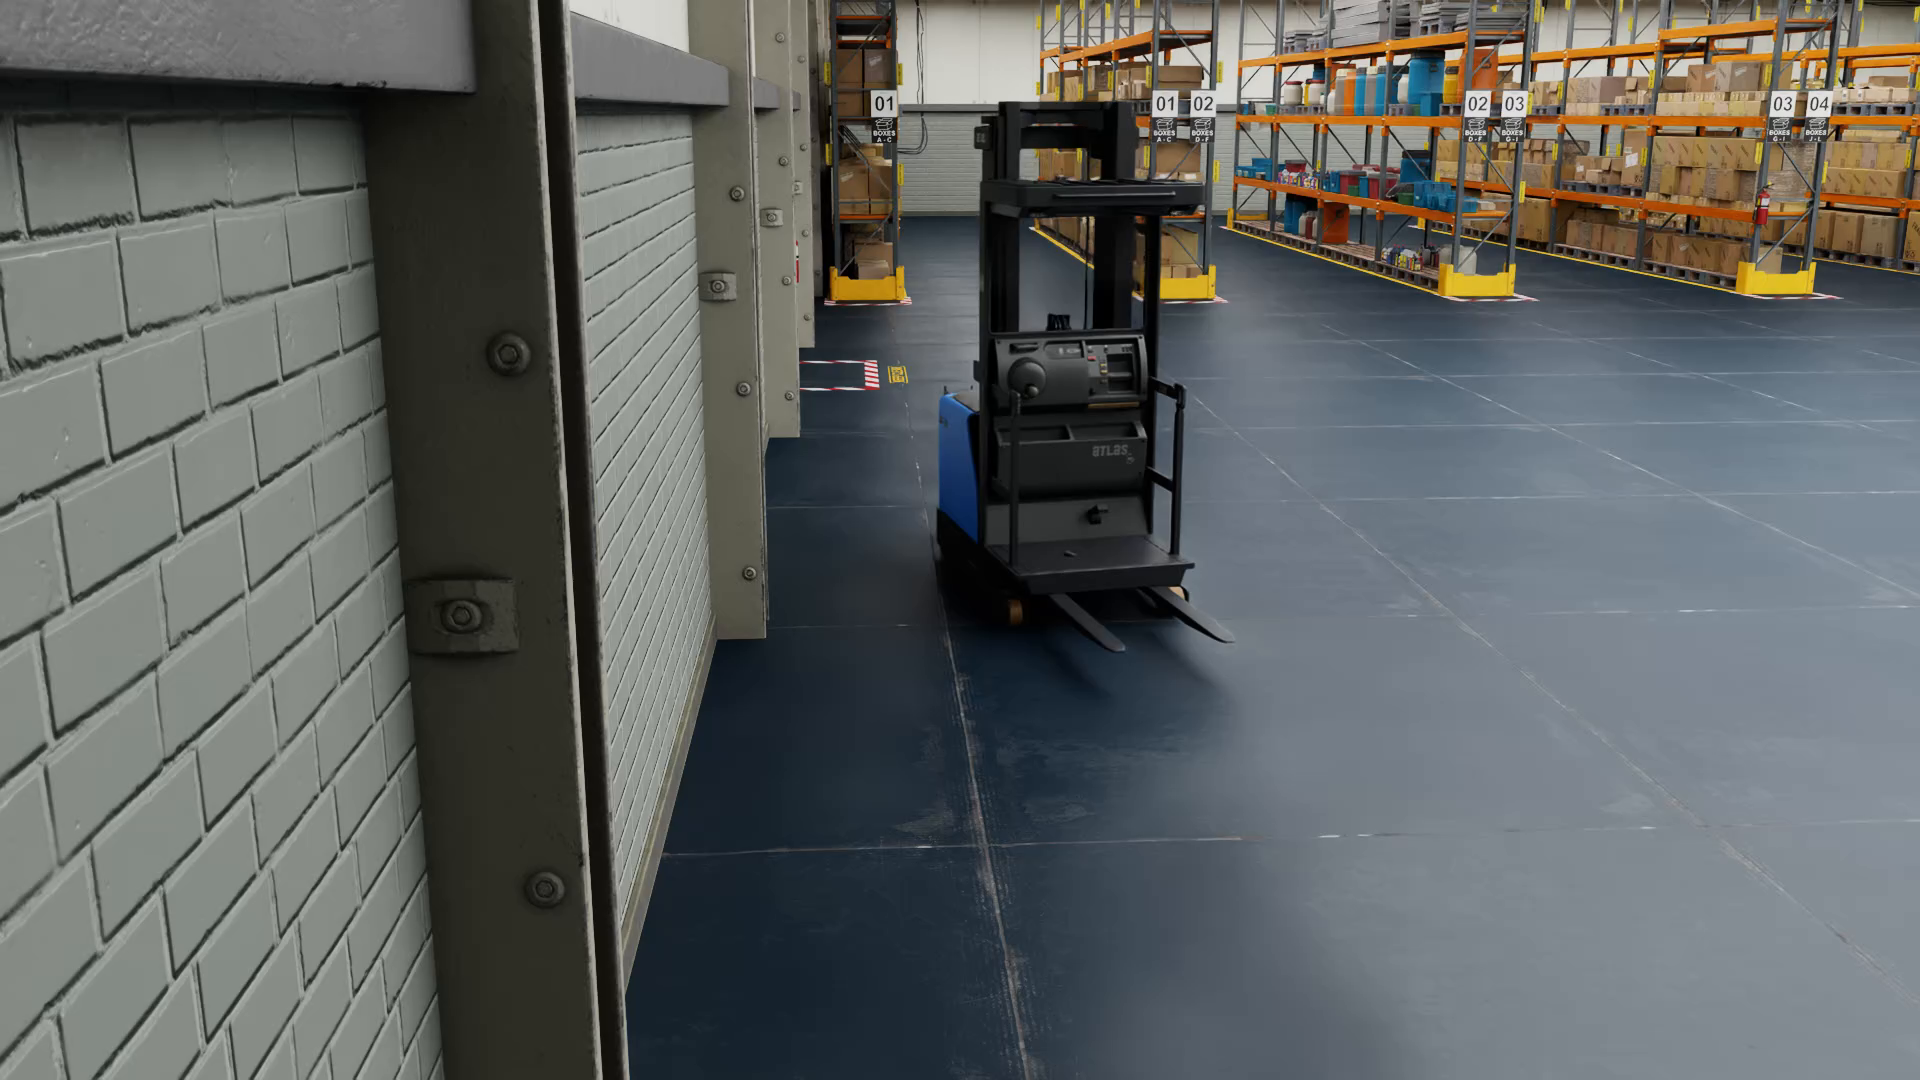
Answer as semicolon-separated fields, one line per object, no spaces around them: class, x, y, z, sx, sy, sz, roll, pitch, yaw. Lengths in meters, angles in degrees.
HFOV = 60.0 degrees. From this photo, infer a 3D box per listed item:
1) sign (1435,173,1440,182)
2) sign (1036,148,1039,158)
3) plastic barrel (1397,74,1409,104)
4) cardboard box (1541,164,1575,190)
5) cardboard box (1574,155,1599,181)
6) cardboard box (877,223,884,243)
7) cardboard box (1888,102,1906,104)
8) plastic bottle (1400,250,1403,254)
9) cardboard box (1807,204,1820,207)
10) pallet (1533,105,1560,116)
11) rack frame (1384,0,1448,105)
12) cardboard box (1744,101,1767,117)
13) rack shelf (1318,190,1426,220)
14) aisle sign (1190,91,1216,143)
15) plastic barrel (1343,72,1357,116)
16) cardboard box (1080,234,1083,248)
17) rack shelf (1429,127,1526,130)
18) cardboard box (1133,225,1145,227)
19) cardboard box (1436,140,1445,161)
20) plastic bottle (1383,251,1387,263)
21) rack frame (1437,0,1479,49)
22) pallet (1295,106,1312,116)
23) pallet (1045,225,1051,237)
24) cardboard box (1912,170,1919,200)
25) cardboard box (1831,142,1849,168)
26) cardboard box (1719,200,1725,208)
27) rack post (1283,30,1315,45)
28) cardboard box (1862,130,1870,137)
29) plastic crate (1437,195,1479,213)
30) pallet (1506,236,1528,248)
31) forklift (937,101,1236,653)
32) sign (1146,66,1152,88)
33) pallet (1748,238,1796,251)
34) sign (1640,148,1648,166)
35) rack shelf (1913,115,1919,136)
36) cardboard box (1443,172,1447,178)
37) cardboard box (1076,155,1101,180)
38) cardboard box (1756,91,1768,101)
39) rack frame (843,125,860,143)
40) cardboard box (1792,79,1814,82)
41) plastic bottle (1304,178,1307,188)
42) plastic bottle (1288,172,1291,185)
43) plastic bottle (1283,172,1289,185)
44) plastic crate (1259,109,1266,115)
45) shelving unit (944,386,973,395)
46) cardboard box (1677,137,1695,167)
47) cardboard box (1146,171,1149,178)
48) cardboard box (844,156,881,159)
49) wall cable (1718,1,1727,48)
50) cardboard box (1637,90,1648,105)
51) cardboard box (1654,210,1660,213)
sign;8.719;-6.549;30.404;0.100;0.325;0.005;-1;14;-3
sign;1.940;-9.729;41.581;0.100;0.325;0.005;-1;14;-3
plastic barrel;8.000;-8.009;29.548;0.421;0.512;0.421;0;14;0
cardboard box;12.587;-7.648;35.030;0.500;0.500;0.500;0;14;-2
cardboard box;12.939;-7.599;33.996;0.500;0.500;0.500;-3;15;-10
cardboard box;-1.870;-6.075;33.252;0.700;0.500;0.500;-1;14;-3
cardboard box;22.149;-10.422;39.217;0.396;0.266;0.258;0;14;-2
plastic bottle;7.864;-5.011;29.574;0.097;0.271;0.097;0;14;0
cardboard box;18.021;-7.063;35.627;0.500;0.250;0.500;-2;15;-6
pallet;12.772;-9.001;34.849;1.213;0.211;1.003;0;14;-1
rack frame;8.169;-9.315;29.669;1.000;3.000;0.127;-1;14;-3
cardboard box;13.077;-6.987;26.943;0.500;0.250;0.500;-1;14;-2
rack shelf;8.046;-6.558;32.439;1.077;0.370;4.000;-1;14;-3
aisle sign;3.783;-6.586;25.887;0.394;0.787;0.004;-1;14;-3
plastic barrel;7.796;-8.694;32.416;0.600;0.830;0.708;-1;14;-3
cardboard box;2.717;-6.065;33.756;0.500;0.250;0.500;-1;14;-4
rack shelf;12.493;-10.077;40.095;1.077;0.370;4.000;-1;14;-3
cardboard box;3.004;-5.200;28.886;0.500;0.500;0.500;-1;14;-3
cardboard box;12.161;-9.657;41.237;0.500;0.500;0.500;-1;14;-5
plastic bottle;7.758;-5.156;30.278;0.097;0.201;0.097;0;14;0
rack frame;12.369;-12.375;41.565;1.000;3.000;0.127;-1;14;-3
pallet;7.893;-9.285;35.951;1.003;0.211;1.213;-1;14;-3
pallet;2.610;-7.448;40.049;1.003;0.211;1.213;-1;14;-3
cardboard box;18.104;-6.518;30.539;0.875;0.550;0.550;-1;14;-3
cardboard box;17.906;-7.699;33.224;0.700;0.500;0.500;-1;14;-4
cardboard box;13.081;-5.686;28.109;0.380;0.149;0.250;-1;14;-3
rack post;7.695;-11.058;36.595;0.937;0.300;0.954;-1;14;-4
cardboard box;22.155;-9.866;40.341;0.380;0.149;0.250;-1;14;-5
plastic crate;8.088;-5.462;27.034;0.499;0.251;0.616;-1;14;-3
pallet;12.819;-6.630;36.870;1.003;0.211;1.213;-1;14;-3
forklift;0.715;-1.024;9.625;1.130;2.935;3.031;-4;15;-14
sign;2.931;-7.177;25.763;0.100;0.325;0.005;-1;14;-3
pallet;17.775;-6.376;35.883;1.003;0.211;1.213;-1;14;-3
sign;12.559;-7.037;30.533;0.100;0.325;0.005;-1;14;-3
rack shelf;18.194;-7.144;28.696;1.077;0.370;4.000;-1;14;-3
cardboard box;12.128;-8.999;40.988;0.380;0.149;0.250;-1;14;-5
cardboard box;2.826;-7.735;34.526;0.700;0.500;0.500;-6;16;-22
cardboard box;13.032;-7.128;26.692;0.380;0.149;0.250;-1;14;-3
rack frame;-2.462;-9.241;41.421;1.000;3.000;0.127;-1;14;-3
cardboard box;17.985;-9.700;35.448;0.396;0.266;0.258;-1;14;-3
plastic bottle;7.425;-7.658;35.667;0.097;0.201;0.097;0;14;0
plastic bottle;7.326;-8.024;36.925;0.061;0.283;0.133;-1;14;-3
plastic bottle;7.345;-8.127;37.341;0.152;0.276;0.135;-1;14;-3
plastic crate;7.215;-10.034;39.015;0.293;0.136;0.466;-1;14;-3
shelving unit;-0.003;-0.522;11.447;0.215;1.050;0.252;-1;14;-3
cardboard box;12.950;-6.798;29.123;0.500;0.500;0.500;-1;14;-3
cardboard box;3.226;-5.922;27.021;0.380;0.149;0.250;-1;14;-4
cardboard box;-1.927;-7.396;33.167;0.700;0.500;0.500;-3;15;-10
wall cable;21.627;-13.939;47.641;0.463;3.000;0.029;-1;14;-3
cardboard box;12.955;-8.309;31.207;0.396;0.266;0.258;0;14;-1
cardboard box;17.138;-8.045;40.460;0.380;0.149;0.250;-1;14;-5
